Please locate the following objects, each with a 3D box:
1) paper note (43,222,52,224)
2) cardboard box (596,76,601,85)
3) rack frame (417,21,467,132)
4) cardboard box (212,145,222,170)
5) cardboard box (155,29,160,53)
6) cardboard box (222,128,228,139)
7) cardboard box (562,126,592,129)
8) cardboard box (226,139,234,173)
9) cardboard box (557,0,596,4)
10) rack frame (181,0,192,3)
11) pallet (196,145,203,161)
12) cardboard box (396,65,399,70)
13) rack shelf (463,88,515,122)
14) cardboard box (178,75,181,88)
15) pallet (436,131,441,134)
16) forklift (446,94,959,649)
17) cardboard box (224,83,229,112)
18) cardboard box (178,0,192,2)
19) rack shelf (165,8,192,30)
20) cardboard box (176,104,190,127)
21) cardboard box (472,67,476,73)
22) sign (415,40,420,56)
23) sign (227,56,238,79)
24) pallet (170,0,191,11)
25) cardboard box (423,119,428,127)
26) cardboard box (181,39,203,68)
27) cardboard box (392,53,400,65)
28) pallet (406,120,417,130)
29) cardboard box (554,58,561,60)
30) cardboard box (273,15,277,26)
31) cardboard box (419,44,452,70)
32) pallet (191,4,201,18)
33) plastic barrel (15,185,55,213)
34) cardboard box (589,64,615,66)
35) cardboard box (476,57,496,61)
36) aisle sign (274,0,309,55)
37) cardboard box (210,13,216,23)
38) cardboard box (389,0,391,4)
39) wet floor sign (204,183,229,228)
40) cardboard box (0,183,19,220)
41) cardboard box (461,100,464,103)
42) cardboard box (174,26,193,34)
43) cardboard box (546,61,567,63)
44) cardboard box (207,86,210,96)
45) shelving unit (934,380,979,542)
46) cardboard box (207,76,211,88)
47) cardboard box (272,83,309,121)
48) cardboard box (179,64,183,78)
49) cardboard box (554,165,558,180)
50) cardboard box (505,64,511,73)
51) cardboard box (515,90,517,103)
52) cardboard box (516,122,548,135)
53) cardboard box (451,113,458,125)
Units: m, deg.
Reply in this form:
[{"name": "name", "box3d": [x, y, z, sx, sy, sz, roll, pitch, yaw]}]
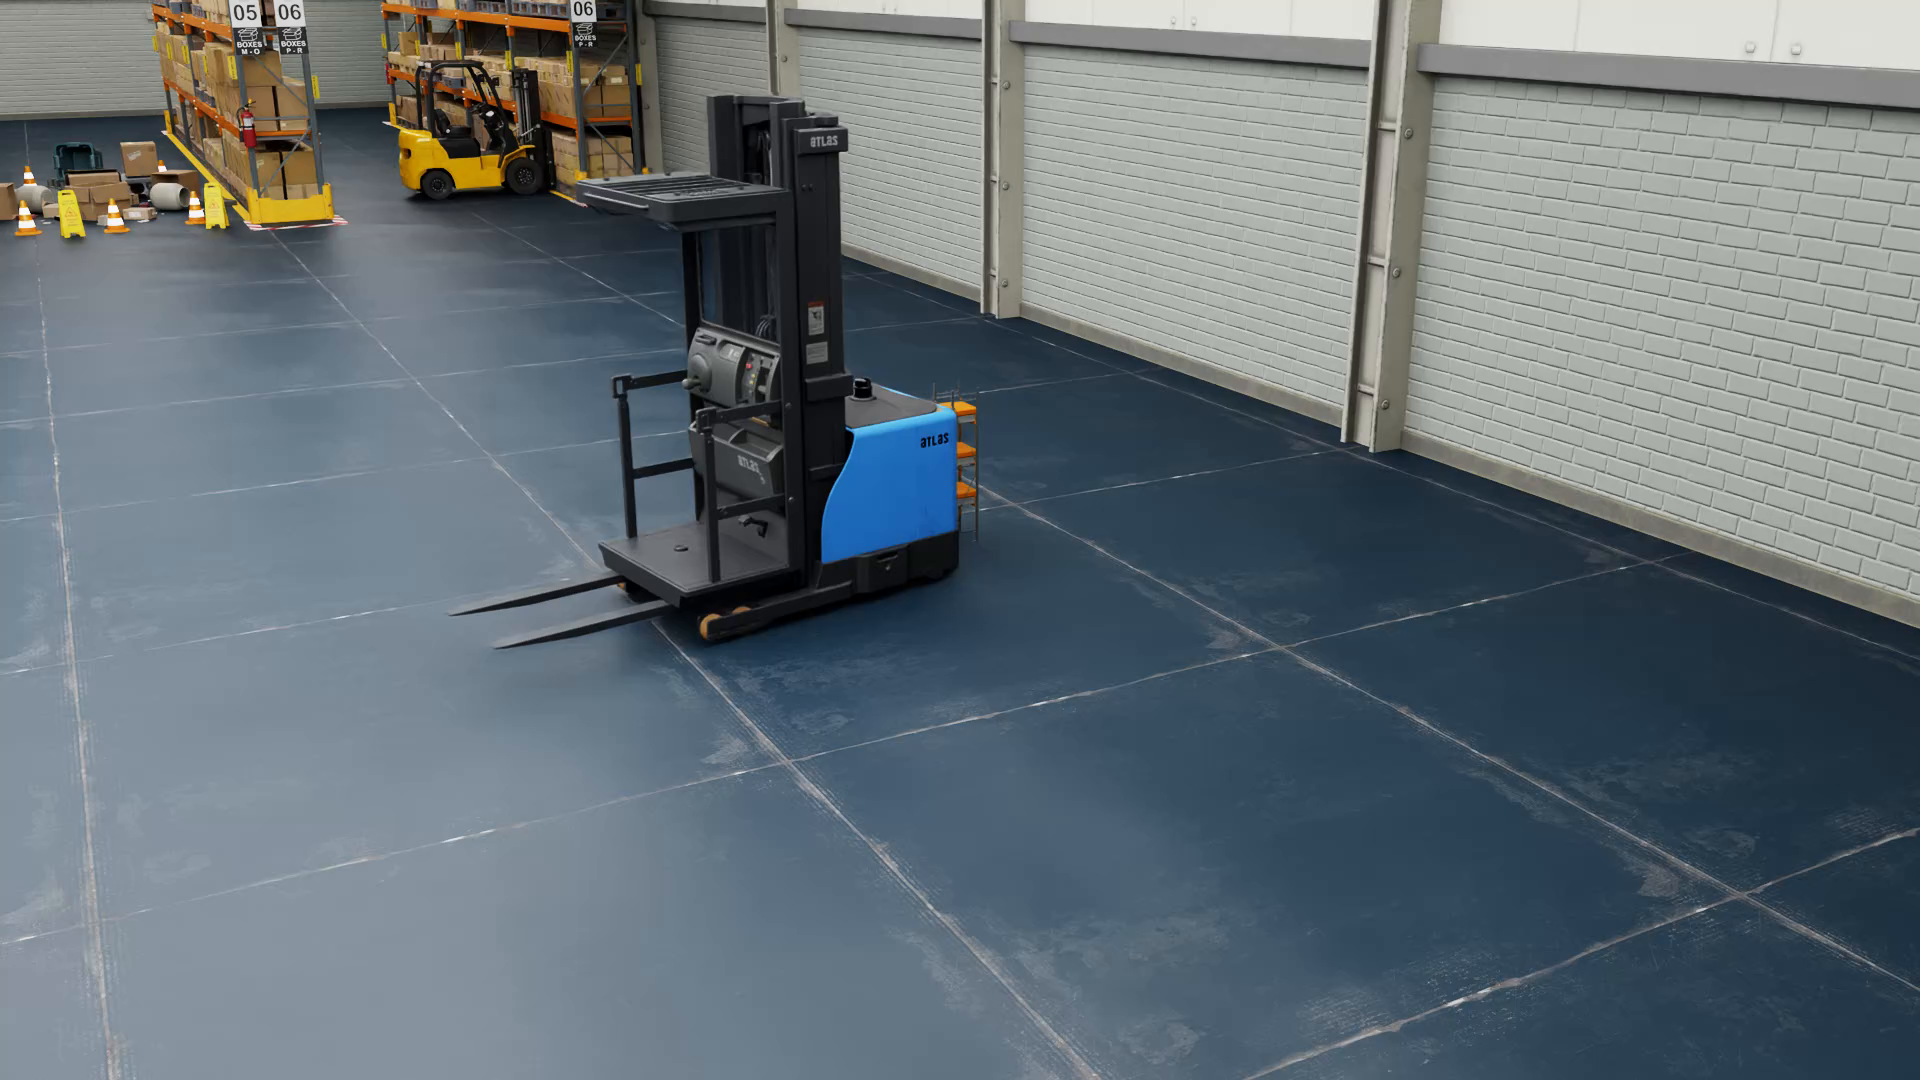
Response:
[{"name": "paper note", "box3d": [-13.611, -4.746, 24.841, 0.144, 0.017, 0.142, -3, 19, -8]}, {"name": "cardboard box", "box3d": [-5.812, -7.567, 27.315, 0.380, 0.149, 0.250, -10, 21, -27]}, {"name": "rack frame", "box3d": [-11.404, -10.460, 36.845, 1.000, 3.000, 0.127, -10, 21, -27]}, {"name": "cardboard box", "box3d": [-12.899, -6.905, 29.928, 0.950, 0.372, 0.625, -9, 21, -25]}, {"name": "cardboard box", "box3d": [-17.693, -11.176, 37.235, 0.500, 0.500, 0.500, -11, 22, -28]}, {"name": "cardboard box", "box3d": [-11.923, -6.697, 27.367, 0.380, 0.149, 0.250, -10, 21, -26]}, {"name": "cardboard box", "box3d": [-6.719, -7.133, 29.242, 0.500, 0.250, 0.500, -10, 21, -26]}, {"name": "cardboard box", "box3d": [-11.665, -6.283, 27.164, 0.500, 0.500, 0.500, -9, 21, -24]}, {"name": "cardboard box", "box3d": [-6.130, -8.815, 26.530, 0.500, 0.500, 0.500, -9, 21, -25]}, {"name": "rack frame", "box3d": [-13.871, -11.377, 30.308, 1.000, 3.000, 0.127, -10, 21, -27]}, {"name": "pallet", "box3d": [-14.755, -7.811, 33.444, 1.003, 0.211, 1.213, -10, 21, -27]}, {"name": "cardboard box", "box3d": [-13.227, -11.286, 39.626, 0.380, 0.149, 0.250, -9, 21, -25]}, {"name": "rack shelf", "box3d": [-8.555, -8.397, 31.971, 1.077, 0.370, 4.000, -10, 21, -27]}, {"name": "cardboard box", "box3d": [-15.547, -9.303, 33.724, 0.500, 0.250, 0.500, -11, 22, -28]}, {"name": "pallet", "box3d": [-10.985, -8.914, 36.640, 1.003, 0.211, 1.213, -10, 21, -27]}, {"name": "forklift", "box3d": [-1.476, -0.992, 9.514, 3.031, 2.935, 1.130, -14, 24, -36]}, {"name": "cardboard box", "box3d": [-11.265, -6.983, 26.160, 0.500, 0.500, 0.500, -10, 21, -26]}, {"name": "cardboard box", "box3d": [-14.183, -10.292, 30.957, 0.797, 0.503, 0.637, -11, 22, -30]}, {"name": "rack shelf", "box3d": [-14.821, -10.194, 32.578, 1.077, 0.370, 4.000, -10, 21, -27]}, {"name": "cardboard box", "box3d": [-17.269, -9.651, 37.787, 0.875, 0.438, 0.875, -11, 22, -28]}, {"name": "cardboard box", "box3d": [-9.272, -9.168, 32.564, 0.500, 0.250, 0.500, -9, 21, -25]}, {"name": "sign", "box3d": [-11.878, -10.783, 36.454, 0.100, 0.325, 0.005, -10, 21, -27]}, {"name": "sign", "box3d": [-10.570, -6.861, 24.158, 0.100, 0.325, 0.005, -10, 21, -27]}, {"name": "pallet", "box3d": [-14.757, -10.367, 32.269, 1.003, 0.211, 1.213, -9, 21, -24]}, {"name": "cardboard box", "box3d": [-11.927, -9.425, 37.573, 0.380, 0.149, 0.250, -11, 22, -28]}, {"name": "cardboard box", "box3d": [-14.598, -9.315, 31.843, 0.500, 0.500, 0.500, -10, 21, -26]}, {"name": "cardboard box", "box3d": [-13.086, -11.361, 39.231, 0.500, 0.250, 0.500, -10, 21, -26]}, {"name": "pallet", "box3d": [-12.313, -9.689, 38.888, 1.003, 0.211, 1.213, -10, 21, -27]}, {"name": "cardboard box", "box3d": [-6.968, -8.460, 29.448, 0.380, 0.149, 0.250, -10, 22, -27]}, {"name": "cardboard box", "box3d": [-9.944, -7.690, 24.604, 0.380, 0.149, 0.250, -10, 21, -27]}, {"name": "cardboard box", "box3d": [-11.371, -10.532, 36.257, 0.700, 0.500, 0.500, -9, 21, -25]}, {"name": "pallet", "box3d": [-12.666, -9.213, 28.923, 1.213, 0.211, 1.003, -10, 21, -27]}, {"name": "plastic barrel", "box3d": [-14.391, -5.292, 25.817, 0.512, 0.421, 0.421, 4, 19, 11]}, {"name": "cardboard box", "box3d": [-5.910, -7.793, 27.513, 0.380, 0.149, 0.250, -10, 21, -26]}, {"name": "cardboard box", "box3d": [-9.205, -9.309, 32.362, 0.380, 0.149, 0.250, -10, 21, -26]}, {"name": "aisle sign", "box3d": [-9.770, -7.504, 24.294, 0.394, 0.787, 0.004, -10, 21, -27]}, {"name": "cardboard box", "box3d": [-11.505, -8.181, 26.029, 0.380, 0.149, 0.250, -10, 22, -28]}, {"name": "cardboard box", "box3d": [-13.075, -12.545, 38.674, 0.380, 0.149, 0.250, -9, 21, -25]}, {"name": "wet floor sign", "box3d": [-10.924, -4.912, 24.376, 0.267, 0.644, 0.232, -3, 19, -8]}, {"name": "cardboard box", "box3d": [-14.640, -5.130, 25.229, 0.500, 0.500, 0.500, -6, 20, -17]}, {"name": "cardboard box", "box3d": [-10.723, -9.579, 36.487, 0.380, 0.149, 0.250, -10, 21, -26]}, {"name": "cardboard box", "box3d": [-16.227, -10.648, 34.710, 0.380, 0.149, 0.250, -9, 21, -25]}, {"name": "cardboard box", "box3d": [-6.795, -8.019, 28.168, 0.380, 0.149, 0.250, -10, 21, -26]}, {"name": "cardboard box", "box3d": [-12.847, -7.797, 28.871, 0.380, 0.149, 0.250, -10, 21, -26]}, {"name": "shelving unit", "box3d": [-0.025, -0.512, 11.005, 0.215, 1.050, 0.252, -10, 21, -27]}, {"name": "cardboard box", "box3d": [-12.630, -8.019, 28.518, 0.500, 0.500, 0.500, -10, 21, -26]}, {"name": "cardboard box", "box3d": [-10.053, -6.612, 25.084, 0.500, 0.500, 0.500, -10, 22, -27]}, {"name": "cardboard box", "box3d": [-15.079, -9.246, 32.791, 0.500, 0.250, 0.500, -11, 22, -28]}, {"name": "cardboard box", "box3d": [-6.664, -6.289, 28.329, 0.500, 0.250, 0.500, -10, 21, -26]}, {"name": "cardboard box", "box3d": [-8.101, -8.652, 30.459, 0.380, 0.149, 0.250, -10, 22, -27]}, {"name": "cardboard box", "box3d": [-7.624, -8.043, 29.687, 0.500, 0.500, 0.500, -11, 22, -28]}, {"name": "cardboard box", "box3d": [-7.652, -7.347, 29.863, 0.500, 0.250, 0.500, -10, 22, -27]}, {"name": "cardboard box", "box3d": [-10.374, -8.711, 34.967, 0.500, 0.500, 0.500, -9, 21, -24]}]
